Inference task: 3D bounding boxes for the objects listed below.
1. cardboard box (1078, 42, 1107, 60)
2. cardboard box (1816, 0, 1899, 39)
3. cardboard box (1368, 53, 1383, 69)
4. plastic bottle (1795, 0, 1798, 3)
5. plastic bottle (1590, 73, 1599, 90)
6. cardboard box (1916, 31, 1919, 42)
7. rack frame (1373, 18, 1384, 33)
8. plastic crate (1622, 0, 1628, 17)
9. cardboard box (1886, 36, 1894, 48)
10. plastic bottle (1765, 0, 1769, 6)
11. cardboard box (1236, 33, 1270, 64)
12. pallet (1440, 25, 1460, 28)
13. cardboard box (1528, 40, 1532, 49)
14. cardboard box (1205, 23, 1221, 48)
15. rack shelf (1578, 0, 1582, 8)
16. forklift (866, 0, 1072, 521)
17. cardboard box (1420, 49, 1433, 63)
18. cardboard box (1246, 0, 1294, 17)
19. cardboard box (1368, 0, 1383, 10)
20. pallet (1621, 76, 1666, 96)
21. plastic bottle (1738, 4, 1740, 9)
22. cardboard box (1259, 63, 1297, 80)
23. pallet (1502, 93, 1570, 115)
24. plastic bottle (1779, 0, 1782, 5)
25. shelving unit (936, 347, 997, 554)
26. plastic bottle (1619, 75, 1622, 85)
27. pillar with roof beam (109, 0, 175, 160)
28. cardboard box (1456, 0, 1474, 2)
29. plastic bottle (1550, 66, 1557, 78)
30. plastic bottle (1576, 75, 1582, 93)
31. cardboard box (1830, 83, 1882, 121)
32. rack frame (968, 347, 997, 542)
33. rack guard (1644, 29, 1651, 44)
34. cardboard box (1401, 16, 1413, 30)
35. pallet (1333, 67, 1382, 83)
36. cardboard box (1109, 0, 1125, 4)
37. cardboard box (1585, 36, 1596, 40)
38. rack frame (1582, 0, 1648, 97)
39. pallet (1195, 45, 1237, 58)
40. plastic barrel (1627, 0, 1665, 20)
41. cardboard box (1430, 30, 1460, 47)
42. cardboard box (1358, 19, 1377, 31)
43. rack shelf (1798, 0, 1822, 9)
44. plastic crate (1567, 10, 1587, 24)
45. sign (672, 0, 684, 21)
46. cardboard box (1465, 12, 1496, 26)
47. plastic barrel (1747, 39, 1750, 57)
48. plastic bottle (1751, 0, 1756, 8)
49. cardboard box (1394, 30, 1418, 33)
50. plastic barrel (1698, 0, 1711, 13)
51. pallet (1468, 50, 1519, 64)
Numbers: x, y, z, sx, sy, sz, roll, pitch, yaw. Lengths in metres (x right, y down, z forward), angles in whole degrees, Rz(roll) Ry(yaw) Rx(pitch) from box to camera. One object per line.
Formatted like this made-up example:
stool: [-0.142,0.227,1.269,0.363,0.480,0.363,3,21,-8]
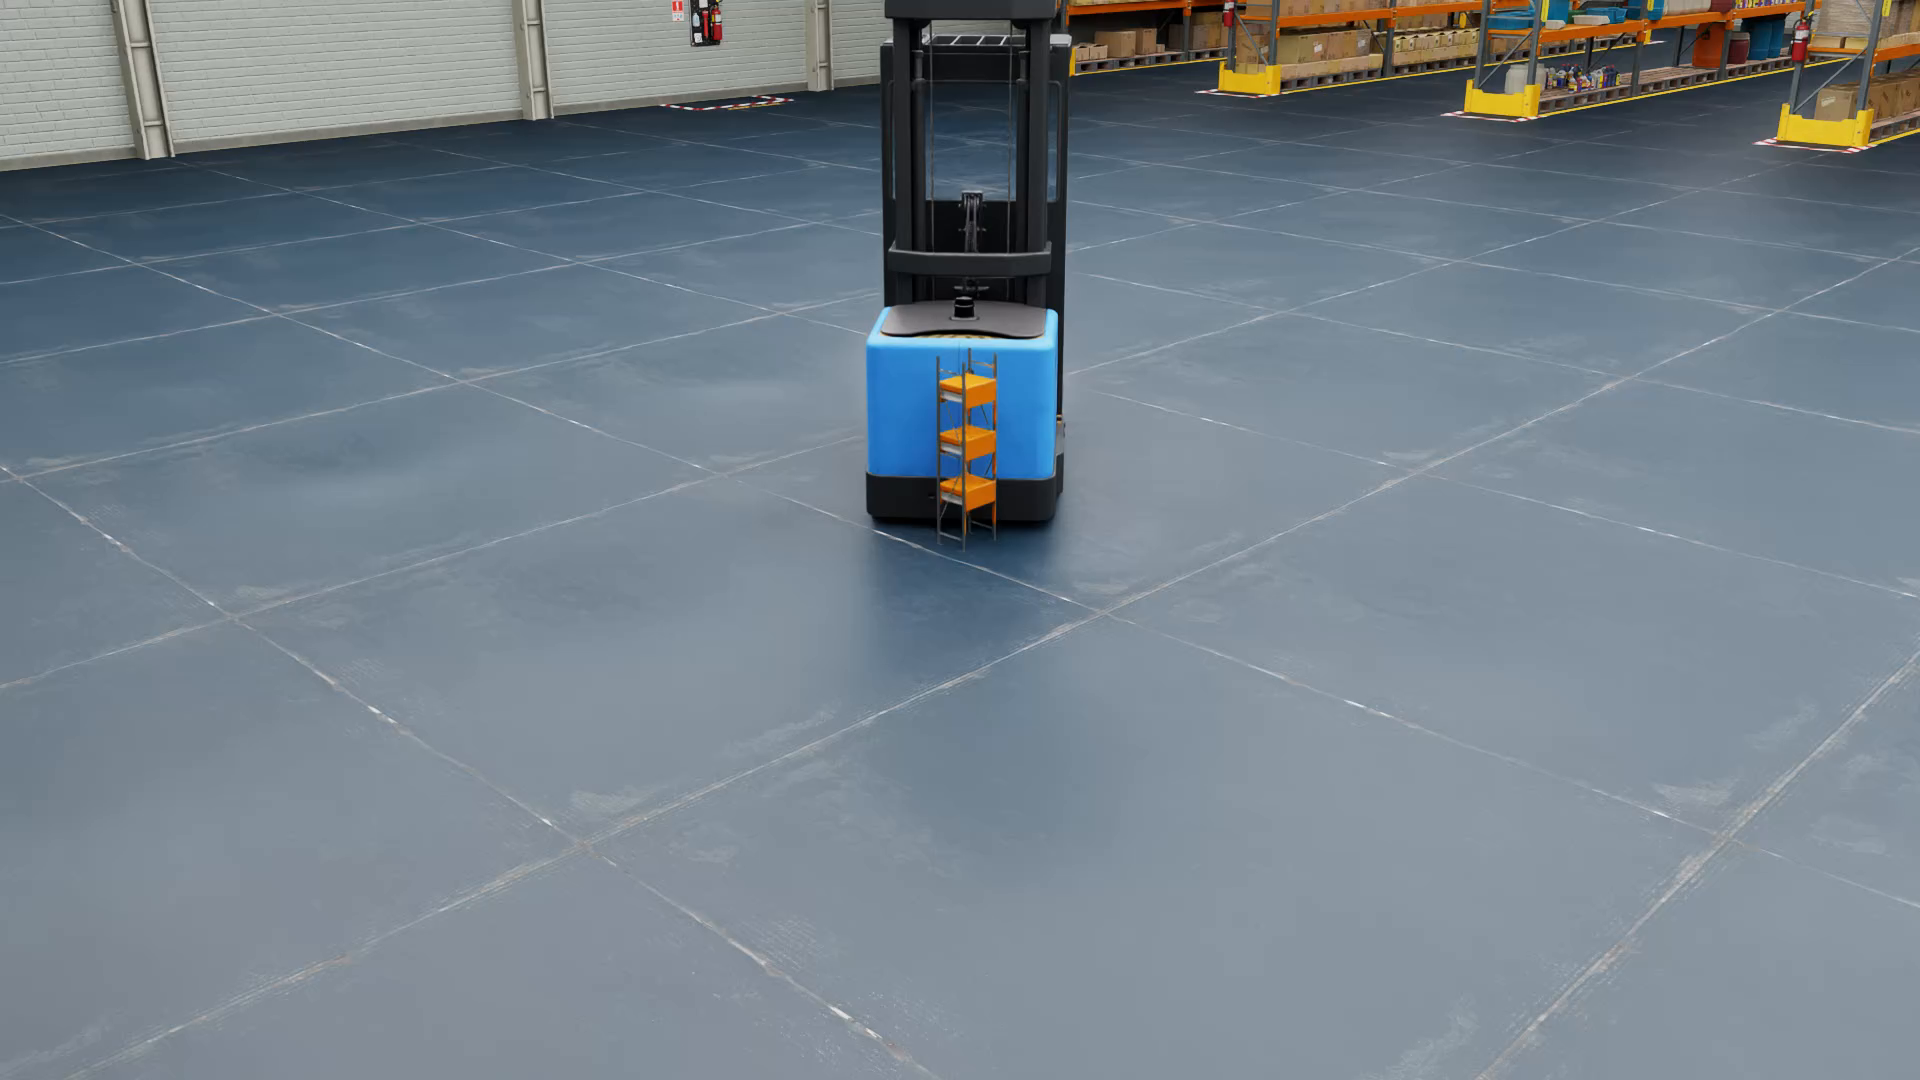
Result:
cardboard box: [2.688,-10.097,34.298,0.500,0.311,0.500,-17,27,-38]
cardboard box: [12.793,-7.446,23.712,0.875,0.500,0.500,19,28,41]
cardboard box: [7.919,-9.373,32.527,0.500,0.250,0.500,19,28,41]
plastic bottle: [17.169,-11.210,34.232,0.152,0.276,0.135,19,28,41]
plastic bottle: [10.914,-7.917,28.674,0.135,0.276,0.152,-20,28,-41]
cardboard box: [14.184,-7.526,24.825,0.380,0.149,0.250,19,28,41]
rack frame: [10.114,-13.930,41.135,1.000,3.000,0.127,19,28,41]
plastic crate: [11.750,-9.625,29.845,0.402,0.464,0.583,19,28,41]
cardboard box: [13.133,-7.142,23.826,0.380,0.149,0.250,19,28,41]
plastic bottle: [16.037,-10.826,33.128,0.144,0.351,0.185,19,28,41]
cardboard box: [5.456,-9.081,30.722,0.500,0.500,0.500,19,28,41]
pallet: [12.403,-13.431,43.725,1.003,0.211,1.213,19,28,41]
cardboard box: [12.473,-11.146,36.763,0.500,0.500,0.500,18,27,39]
cardboard box: [5.360,-11.251,37.035,0.700,0.500,0.500,19,28,40]
rack shelf: [15.062,-12.869,39.378,1.077,0.370,4.000,19,28,41]
forklift: [0.105,-1.958,10.083,1.130,2.935,3.031,2,21,4]
cardboard box: [9.261,-9.854,33.777,0.500,0.250,0.500,18,28,39]
cardboard box: [5.630,-9.770,30.172,0.700,0.500,0.500,19,28,41]
cardboard box: [7.780,-10.565,32.243,0.700,0.500,0.500,18,28,39]
pallet: [12.152,-8.304,30.384,1.003,0.211,1.213,19,28,41]
plastic bottle: [15.056,-10.415,32.170,0.097,0.271,0.097,0,21,0]
cardboard box: [5.829,-8.601,30.518,0.500,0.250,0.500,19,28,41]
pallet: [9.431,-7.303,27.780,1.003,0.211,1.213,19,28,41]
plastic bottle: [16.563,-10.986,33.650,0.152,0.276,0.135,19,28,41]
shelving unit: [0.035,-0.474,8.843,0.215,1.050,0.252,18,28,39]
plastic bottle: [11.602,-8.122,29.311,0.097,0.201,0.097,0,21,0]
pillar with roof beam: [-7.861,-8.337,18.223,9.100,9.000,0.400,19,28,41]
cardboard box: [10.446,-11.245,34.500,0.380,0.149,0.250,19,28,41]
plastic bottle: [10.343,-8.101,29.050,0.144,0.351,0.185,19,28,40]
plastic bottle: [10.500,-7.745,28.216,0.133,0.283,0.061,-20,28,-41]
cardboard box: [13.230,-6.474,24.635,0.500,0.500,0.500,-12,24,-28]
rack frame: [0.118,-0.506,8.927,0.200,1.050,0.008,18,28,39]
rack guard: [16.404,-12.533,40.984,1.175,0.500,0.348,19,28,41]
cardboard box: [11.062,-13.254,42.275,0.700,0.500,0.500,19,28,40]
pallet: [7.501,-9.139,32.557,1.003,0.211,1.213,19,28,41]
cardboard box: [3.023,-11.097,33.946,0.500,0.250,0.500,19,28,40]
cardboard box: [14.710,-11.852,39.066,0.380,0.166,0.250,19,28,41]
rack frame: [11.632,-9.394,29.333,1.000,3.000,0.127,19,28,41]
pallet: [5.927,-11.087,37.626,1.003,0.211,1.213,19,28,41]
plastic barrel: [12.118,-9.651,29.305,0.600,0.901,0.708,19,28,41]
cardboard box: [9.975,-10.376,34.356,0.500,0.311,0.500,19,28,40]
cardboard box: [9.754,-12.923,40.926,0.750,0.750,0.750,20,28,41]
rack shelf: [18.608,-11.628,36.150,1.077,0.370,4.000,19,28,41]
plastic crate: [10.483,-9.016,28.647,0.450,0.188,0.662,19,28,41]
sign: [-4.785,-8.974,28.191,0.001,0.329,0.234,19,28,41]
cardboard box: [11.396,-11.366,36.290,0.500,0.250,0.500,-19,28,-40]
plastic barrel: [15.869,-10.045,33.909,0.421,0.512,0.421,0,21,0]
plastic bottle: [15.566,-10.599,32.632,0.061,0.283,0.133,19,28,41]
cardboard box: [9.224,-10.376,34.354,0.500,0.311,0.500,19,28,40]
plastic barrel: [13.858,-10.156,31.161,0.421,0.512,0.421,0,21,0]
pallet: [11.424,-10.543,36.212,1.003,0.211,1.213,19,28,41]
